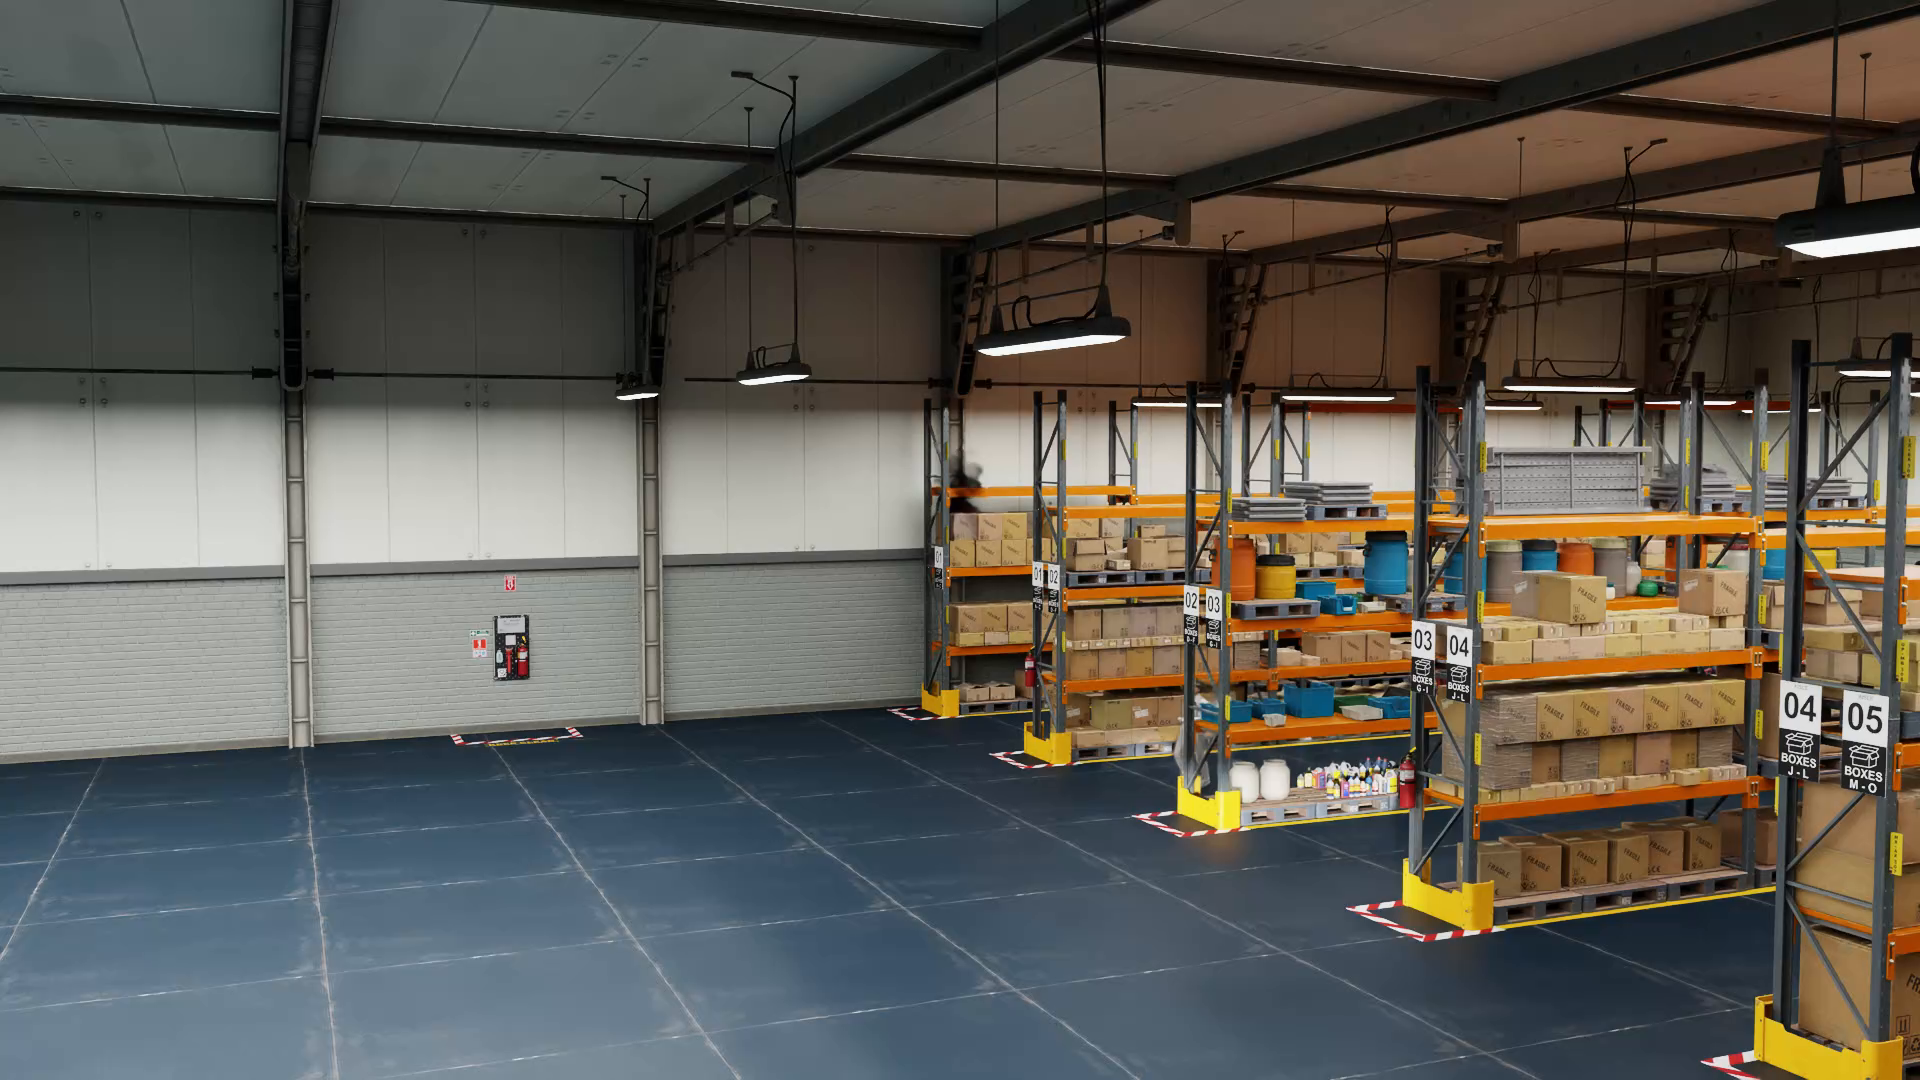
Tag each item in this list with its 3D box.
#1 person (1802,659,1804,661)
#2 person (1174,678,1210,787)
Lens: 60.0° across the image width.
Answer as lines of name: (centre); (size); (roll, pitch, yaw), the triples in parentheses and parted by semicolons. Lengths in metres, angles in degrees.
person: (15.632, 2.500, 31.046); (0.828, 1.725, 0.673); (-2, 4, -28)
person: (3.435, 2.870, 24.628); (0.681, 1.712, 0.578); (-3, 5, -42)
